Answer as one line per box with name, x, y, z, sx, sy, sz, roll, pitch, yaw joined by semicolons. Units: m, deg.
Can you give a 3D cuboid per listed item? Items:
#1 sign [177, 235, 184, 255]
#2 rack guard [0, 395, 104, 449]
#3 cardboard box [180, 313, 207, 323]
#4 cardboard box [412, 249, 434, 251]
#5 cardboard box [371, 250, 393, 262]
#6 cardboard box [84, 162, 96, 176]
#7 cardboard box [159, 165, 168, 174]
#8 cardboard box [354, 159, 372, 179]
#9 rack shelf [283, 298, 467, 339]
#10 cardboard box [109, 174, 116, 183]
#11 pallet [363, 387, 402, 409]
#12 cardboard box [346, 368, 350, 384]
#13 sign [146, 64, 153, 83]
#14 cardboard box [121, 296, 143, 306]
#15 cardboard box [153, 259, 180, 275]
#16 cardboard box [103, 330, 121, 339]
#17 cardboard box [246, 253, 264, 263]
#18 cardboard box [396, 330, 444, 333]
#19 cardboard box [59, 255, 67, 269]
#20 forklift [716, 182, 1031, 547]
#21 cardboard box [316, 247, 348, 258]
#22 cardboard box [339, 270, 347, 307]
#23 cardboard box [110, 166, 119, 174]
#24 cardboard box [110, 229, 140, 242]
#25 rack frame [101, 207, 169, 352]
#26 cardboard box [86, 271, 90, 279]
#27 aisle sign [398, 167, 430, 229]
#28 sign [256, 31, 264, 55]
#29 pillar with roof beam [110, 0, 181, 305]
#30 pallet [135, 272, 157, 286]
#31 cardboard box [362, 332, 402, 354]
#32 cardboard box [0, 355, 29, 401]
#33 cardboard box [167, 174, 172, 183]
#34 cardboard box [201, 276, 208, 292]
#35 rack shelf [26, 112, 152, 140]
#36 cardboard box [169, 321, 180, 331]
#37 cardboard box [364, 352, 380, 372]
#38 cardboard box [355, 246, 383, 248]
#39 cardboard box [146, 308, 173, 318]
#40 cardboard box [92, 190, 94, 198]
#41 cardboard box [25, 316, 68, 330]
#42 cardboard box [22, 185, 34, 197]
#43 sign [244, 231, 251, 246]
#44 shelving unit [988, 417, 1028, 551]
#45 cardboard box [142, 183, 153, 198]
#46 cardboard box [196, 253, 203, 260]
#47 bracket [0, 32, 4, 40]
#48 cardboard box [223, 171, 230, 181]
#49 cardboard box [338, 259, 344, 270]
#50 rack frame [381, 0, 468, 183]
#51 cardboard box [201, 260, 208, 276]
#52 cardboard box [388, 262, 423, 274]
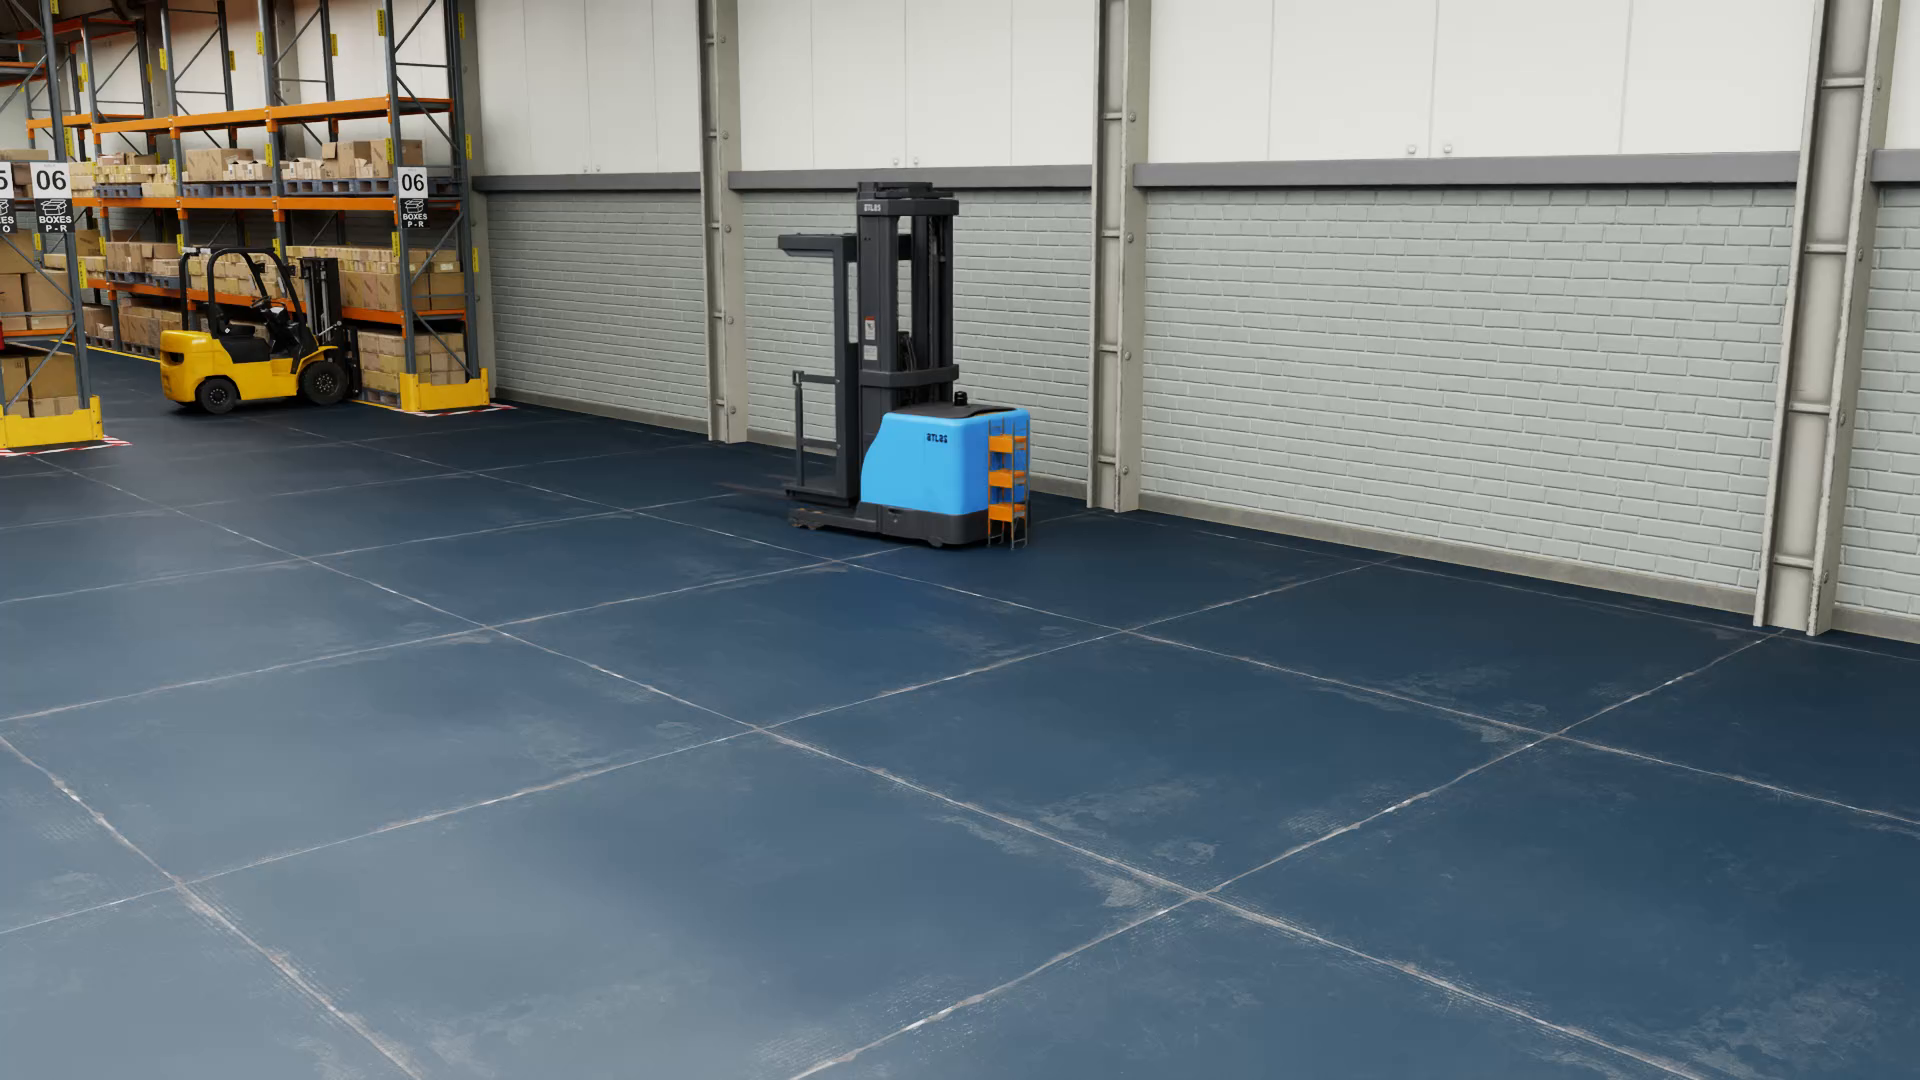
sign;-12.952;-4.910;27.637;0.100;0.325;0.005;-11;16;-43
rack guard;-10.681;-1.386;19.399;1.175;0.500;0.348;-11;16;-43
cardboard box;-13.090;-3.795;28.443;0.250;0.149;0.380;11;16;42
cardboard box;-7.468;-3.962;23.115;0.380;0.149;0.250;-10;16;-41
cardboard box;-7.834;-3.893;22.779;0.380;0.149;0.250;-10;16;-41
cardboard box;-15.851;-6.869;30.780;0.500;0.250;0.500;-11;16;-42
cardboard box;-13.343;-6.289;28.217;0.250;0.149;0.380;11;16;43
cardboard box;-8.008;-5.065;22.673;0.396;0.266;0.258;-11;16;-42
rack shelf;-8.422;-3.231;23.942;1.077;0.370;4.000;-11;16;-43
cardboard box;-14.897;-6.430;29.586;0.380;0.149;0.250;-11;16;-42
pallet;-7.600;-2.031;23.248;1.003;0.211;1.213;-11;16;-43
cardboard box;-8.645;-2.396;23.879;0.500;0.250;0.500;-10;15;-41
sign;-14.931;-8.594;30.617;0.100;0.325;0.005;-11;16;-43
cardboard box;-15.229;-4.406;30.675;0.380;0.149;0.250;-11;16;-44
cardboard box;-13.529;-4.700;28.621;0.500;0.250;0.500;11;16;42
cardboard box;-15.925;-3.892;31.395;0.250;0.149;0.380;11;16;43
cardboard box;-10.935;-4.406;26.007;0.250;0.149;0.380;11;16;44
cardboard box;-7.584;-2.809;23.407;0.500;0.250;0.500;-11;16;-42
cardboard box;-17.271;-5.448;32.555;0.500;0.250;0.500;-11;16;-44
forklift;-0.864;-1.593;14.382;3.031;2.935;1.130;9;15;38
cardboard box;-9.067;-4.152;24.038;0.380;0.149;0.250;-11;16;-43
cardboard box;-8.632;-3.599;23.699;0.500;0.500;0.500;-11;16;-42
cardboard box;-14.862;-6.579;29.572;0.380;0.149;0.250;-11;16;-43
cardboard box;-16.164;-5.737;32.098;0.500;0.500;0.500;11;16;44
rack frame;-15.328;-5.043;30.953;1.000;3.000;0.127;-11;16;-43
cardboard box;-16.482;-5.076;31.737;0.380;0.149;0.250;-11;16;-43
aisle sign;-7.208;-4.514;21.945;0.394;0.787;0.004;-11;16;-43
sign;-10.188;-7.232;24.203;0.100;0.325;0.005;-11;16;-43
pillar with roof beam;-18.271;-7.608;28.539;9.100;9.000;0.548;-11;16;-43
pallet;-13.912;-4.648;29.514;1.003;0.211;1.213;-11;16;-43
cardboard box;-7.942;-2.737;23.060;0.500;0.250;0.500;-11;16;-42
cardboard box;-11.371;-1.906;19.644;0.500;0.500;0.500;-11;16;-42
cardboard box;-13.150;-6.109;28.077;0.250;0.149;0.380;11;16;44
cardboard box;-12.093;-4.212;27.296;0.500;0.250;0.500;-11;16;-44
rack shelf;-16.709;-7.919;31.838;1.077;0.370;4.000;-11;16;-43
cardboard box;-13.351;-3.546;28.846;0.500;0.500;0.500;-11;16;-43
cardboard box;-7.942;-2.497;23.134;0.500;0.250;0.500;-11;16;-43
cardboard box;-8.646;-4.235;24.443;0.380;0.149;0.250;-11;16;-43
cardboard box;-14.326;-4.070;29.781;0.380;0.149;0.250;-10;15;-41
cardboard box;-15.790;-6.400;30.731;0.380;0.149;0.250;-11;16;-43
cardboard box;-10.714;-2.554;19.499;0.380;0.149;0.250;-11;16;-42
cardboard box;-10.623;-4.039;19.270;0.380;0.149;0.250;-11;16;-42
sign;-12.167;-5.104;28.381;0.100;0.325;0.005;-11;16;-43
shelving unit;0.390;-0.456;13.523;0.252;1.050;0.215;9;15;38
cardboard box;-13.789;-6.042;28.742;0.500;0.250;0.500;-11;16;-43
cardboard box;-12.374;-4.699;27.431;0.380;0.149;0.250;-10;16;-41
bracket;-21.481;-11.204;37.071;0.235;0.232;0.430;-11;16;-43
cardboard box;-11.315;-5.707;26.077;0.380;0.149;0.250;-11;16;-43
cardboard box;-8.720;-3.930;23.698;0.380;0.149;0.250;-11;16;-44
rack frame;-7.041;-6.230;21.848;1.000;3.000;0.127;-11;16;-43
cardboard box;-12.091;-4.458;27.250;0.500;0.250;0.500;-10;15;-41
cardboard box;-7.483;-3.670;22.434;0.380;0.149;0.250;-11;16;-42
